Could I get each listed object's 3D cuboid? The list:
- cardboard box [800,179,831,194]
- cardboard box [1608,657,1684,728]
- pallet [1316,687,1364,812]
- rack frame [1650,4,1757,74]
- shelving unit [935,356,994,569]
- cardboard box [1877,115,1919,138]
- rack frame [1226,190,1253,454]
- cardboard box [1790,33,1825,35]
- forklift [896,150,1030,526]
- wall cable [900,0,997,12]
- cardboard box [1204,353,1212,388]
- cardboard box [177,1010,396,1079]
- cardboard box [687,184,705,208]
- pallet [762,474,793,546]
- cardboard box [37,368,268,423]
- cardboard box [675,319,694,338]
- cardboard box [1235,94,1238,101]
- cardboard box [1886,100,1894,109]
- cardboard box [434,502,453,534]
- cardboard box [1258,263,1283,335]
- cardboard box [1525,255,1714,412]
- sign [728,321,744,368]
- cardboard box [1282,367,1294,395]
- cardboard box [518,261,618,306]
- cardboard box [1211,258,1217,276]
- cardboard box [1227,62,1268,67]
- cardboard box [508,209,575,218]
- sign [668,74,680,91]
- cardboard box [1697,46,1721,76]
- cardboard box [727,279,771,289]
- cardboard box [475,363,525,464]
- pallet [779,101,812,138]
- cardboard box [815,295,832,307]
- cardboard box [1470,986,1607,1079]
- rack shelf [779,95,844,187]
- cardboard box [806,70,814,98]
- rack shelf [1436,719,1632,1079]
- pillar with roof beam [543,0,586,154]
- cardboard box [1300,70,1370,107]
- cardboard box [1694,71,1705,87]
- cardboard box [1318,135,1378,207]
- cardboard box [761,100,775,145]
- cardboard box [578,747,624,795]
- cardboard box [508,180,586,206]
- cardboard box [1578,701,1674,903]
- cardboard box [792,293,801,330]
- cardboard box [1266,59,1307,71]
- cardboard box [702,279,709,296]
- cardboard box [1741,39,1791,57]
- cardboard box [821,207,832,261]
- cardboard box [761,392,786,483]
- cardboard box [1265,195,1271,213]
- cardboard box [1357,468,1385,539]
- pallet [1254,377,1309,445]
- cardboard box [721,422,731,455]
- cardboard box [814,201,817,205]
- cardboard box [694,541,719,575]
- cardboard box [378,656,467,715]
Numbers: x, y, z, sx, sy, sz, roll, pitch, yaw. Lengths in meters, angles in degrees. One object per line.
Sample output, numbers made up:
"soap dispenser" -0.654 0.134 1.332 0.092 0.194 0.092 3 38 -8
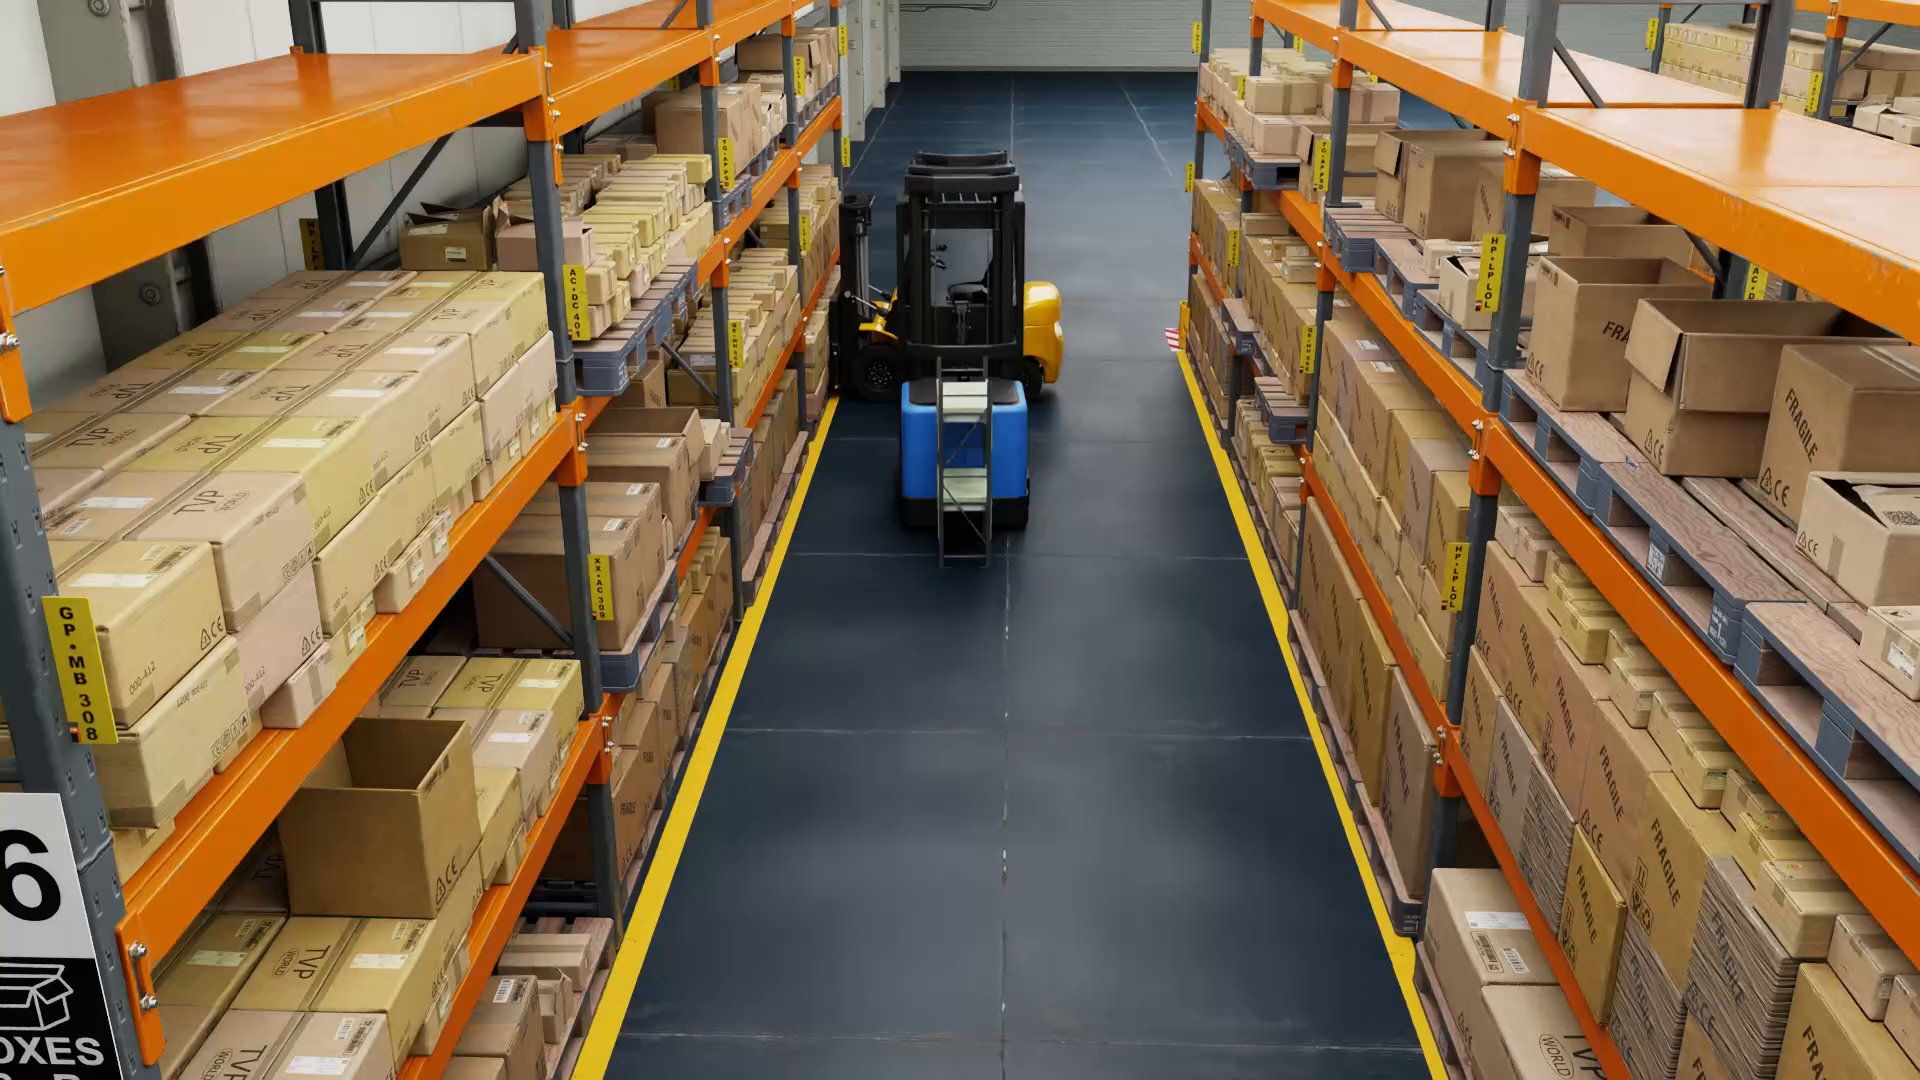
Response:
"cardboard box" -1.565 -3.708 17.491 0.380 0.149 0.250 1 21 3
"cardboard box" 2.434 0.518 5.630 0.380 0.149 0.250 1 21 2
"pallet" 2.750 1.249 10.017 1.003 0.211 1.213 1 21 2
"rack frame" 8.083 -6.446 17.703 1.000 3.000 0.127 1 21 2
"shelving unit" 0.028 -0.610 13.027 0.431 1.500 0.755 -1 21 -2
"cardboard box" 7.682 -3.355 13.510 0.250 0.149 0.380 1 21 2
"rack frame" 3.011 -2.221 15.107 1.000 3.000 0.127 1 21 2
"cardboard box" 8.373 -4.960 16.544 0.380 0.149 0.250 0 21 1
"forklift" -0.003 -1.965 14.542 1.130 2.935 3.031 -1 21 -2
"wall cable" -0.427 -16.726 48.488 3.097 2.526 0.112 1 21 2
"cardboard box" 2.787 -1.728 17.057 0.500 0.250 0.500 1 21 2
"cardboard box" -2.017 1.652 4.920 0.500 0.250 0.500 1 21 2
"cardboard box" -1.842 -2.212 10.592 0.380 0.149 0.250 1 21 3
"pallet" -1.968 -0.265 13.921 1.003 0.211 1.213 1 21 2
"cardboard box" -2.517 -0.355 5.255 0.500 0.250 0.500 1 21 2
"cardboard box" -2.304 -1.523 12.823 0.500 0.250 0.500 0 21 1
"cardboard box" 2.755 -3.852 14.958 0.500 0.250 0.500 0 21 1
"cardboard box" 8.313 -3.855 14.799 0.380 0.149 0.250 0 21 1
"cardboard box" -1.988 -0.068 5.758 0.380 0.149 0.250 1 21 2
"cardboard box" 2.662 -1.890 13.124 0.500 0.500 0.500 0 21 -1
"cardboard box" 2.540 -0.806 6.455 0.500 0.500 0.500 1 21 3
"sign" -1.529 -1.328 11.315 0.100 0.325 0.005 1 21 2
"cardboard box" 2.563 -1.164 12.149 0.380 0.149 0.250 0 21 1
"cardboard box" -1.746 -1.147 7.410 0.380 0.149 0.250 1 21 3
"cardboard box" 2.753 -2.777 16.885 0.380 0.149 0.250 1 21 2
"cardboard box" 2.840 -4.644 16.450 0.380 0.149 0.250 1 21 3
"cardboard box" -2.211 -1.621 8.630 0.380 0.149 0.250 1 21 2
"sign" -2.505 -3.956 14.608 0.100 0.325 0.005 1 21 2
"cardboard box" 7.783 -4.821 16.739 0.500 0.250 0.500 0 21 1
"cardboard box" -1.748 -2.035 13.592 0.380 0.149 0.250 1 21 2
"cardboard box" -1.963 -0.484 6.279 0.500 0.250 0.500 0 21 0
"pallet" -1.950 -3.940 15.513 1.003 0.211 1.213 1 21 2
"cardboard box" -1.569 -2.380 17.355 0.500 0.250 0.500 0 21 1
"cardboard box" 2.615 2.220 6.623 0.875 0.438 0.875 0 21 0
"rack shelf" -1.890 -4.061 16.695 1.077 0.370 4.000 1 21 2
"cardboard box" -1.602 -4.386 16.006 0.396 0.266 0.258 0 21 0
"rack shelf" 2.707 1.730 5.918 1.077 0.370 4.000 1 21 2
"pillar with roof beam" 1.370 -4.059 11.550 9.100 9.000 0.400 1 21 2
"cardboard box" 3.121 -3.768 13.881 0.500 0.250 0.500 1 21 3
"cardboard box" 7.722 -4.688 16.945 0.380 0.149 0.250 1 21 2
"cardboard box" 2.928 -2.562 11.701 0.700 0.500 0.500 1 21 2
"cardboard box" -1.752 -3.332 13.227 0.500 0.311 0.500 0 21 0
"cardboard box" -1.917 1.159 8.375 0.380 0.149 0.250 2 21 4
"cardboard box" -2.381 -1.982 9.589 0.380 0.149 0.250 1 21 1
"cardboard box" 2.445 0.878 5.599 0.500 0.500 0.500 0 21 1
"cardboard box" -1.704 -2.019 14.794 0.500 0.250 0.500 1 21 3
"cardboard box" 3.274 -4.736 16.686 0.380 0.149 0.250 0 21 0
"cardboard box" -2.267 -2.038 13.601 0.380 0.149 0.250 0 21 1
"cardboard box" 7.693 -4.691 15.851 0.380 0.149 0.250 0 21 1
"cardboard box" -1.622 -3.214 17.527 0.500 0.500 0.500 0 21 1
"cardboard box" -1.986 -0.894 14.388 0.875 0.625 0.625 0 21 1
"cardboard box" 3.279 -3.214 15.733 0.700 0.500 0.500 1 21 2
"cardboard box" 2.554 -0.207 9.433 0.500 0.250 0.500 1 21 3
"pallet" 2.805 -0.944 12.081 1.213 0.211 1.003 1 21 2
"cardboard box" -1.709 -0.665 10.863 0.380 0.149 0.250 1 21 3
"cardboard box" -1.672 -3.388 17.079 0.380 0.149 0.250 0 21 1
"cardboard box" -1.811 0.119 11.053 0.380 0.149 0.250 0 21 -1
"cardboard box" -2.479 0.725 7.309 0.500 0.250 0.500 0 21 1
